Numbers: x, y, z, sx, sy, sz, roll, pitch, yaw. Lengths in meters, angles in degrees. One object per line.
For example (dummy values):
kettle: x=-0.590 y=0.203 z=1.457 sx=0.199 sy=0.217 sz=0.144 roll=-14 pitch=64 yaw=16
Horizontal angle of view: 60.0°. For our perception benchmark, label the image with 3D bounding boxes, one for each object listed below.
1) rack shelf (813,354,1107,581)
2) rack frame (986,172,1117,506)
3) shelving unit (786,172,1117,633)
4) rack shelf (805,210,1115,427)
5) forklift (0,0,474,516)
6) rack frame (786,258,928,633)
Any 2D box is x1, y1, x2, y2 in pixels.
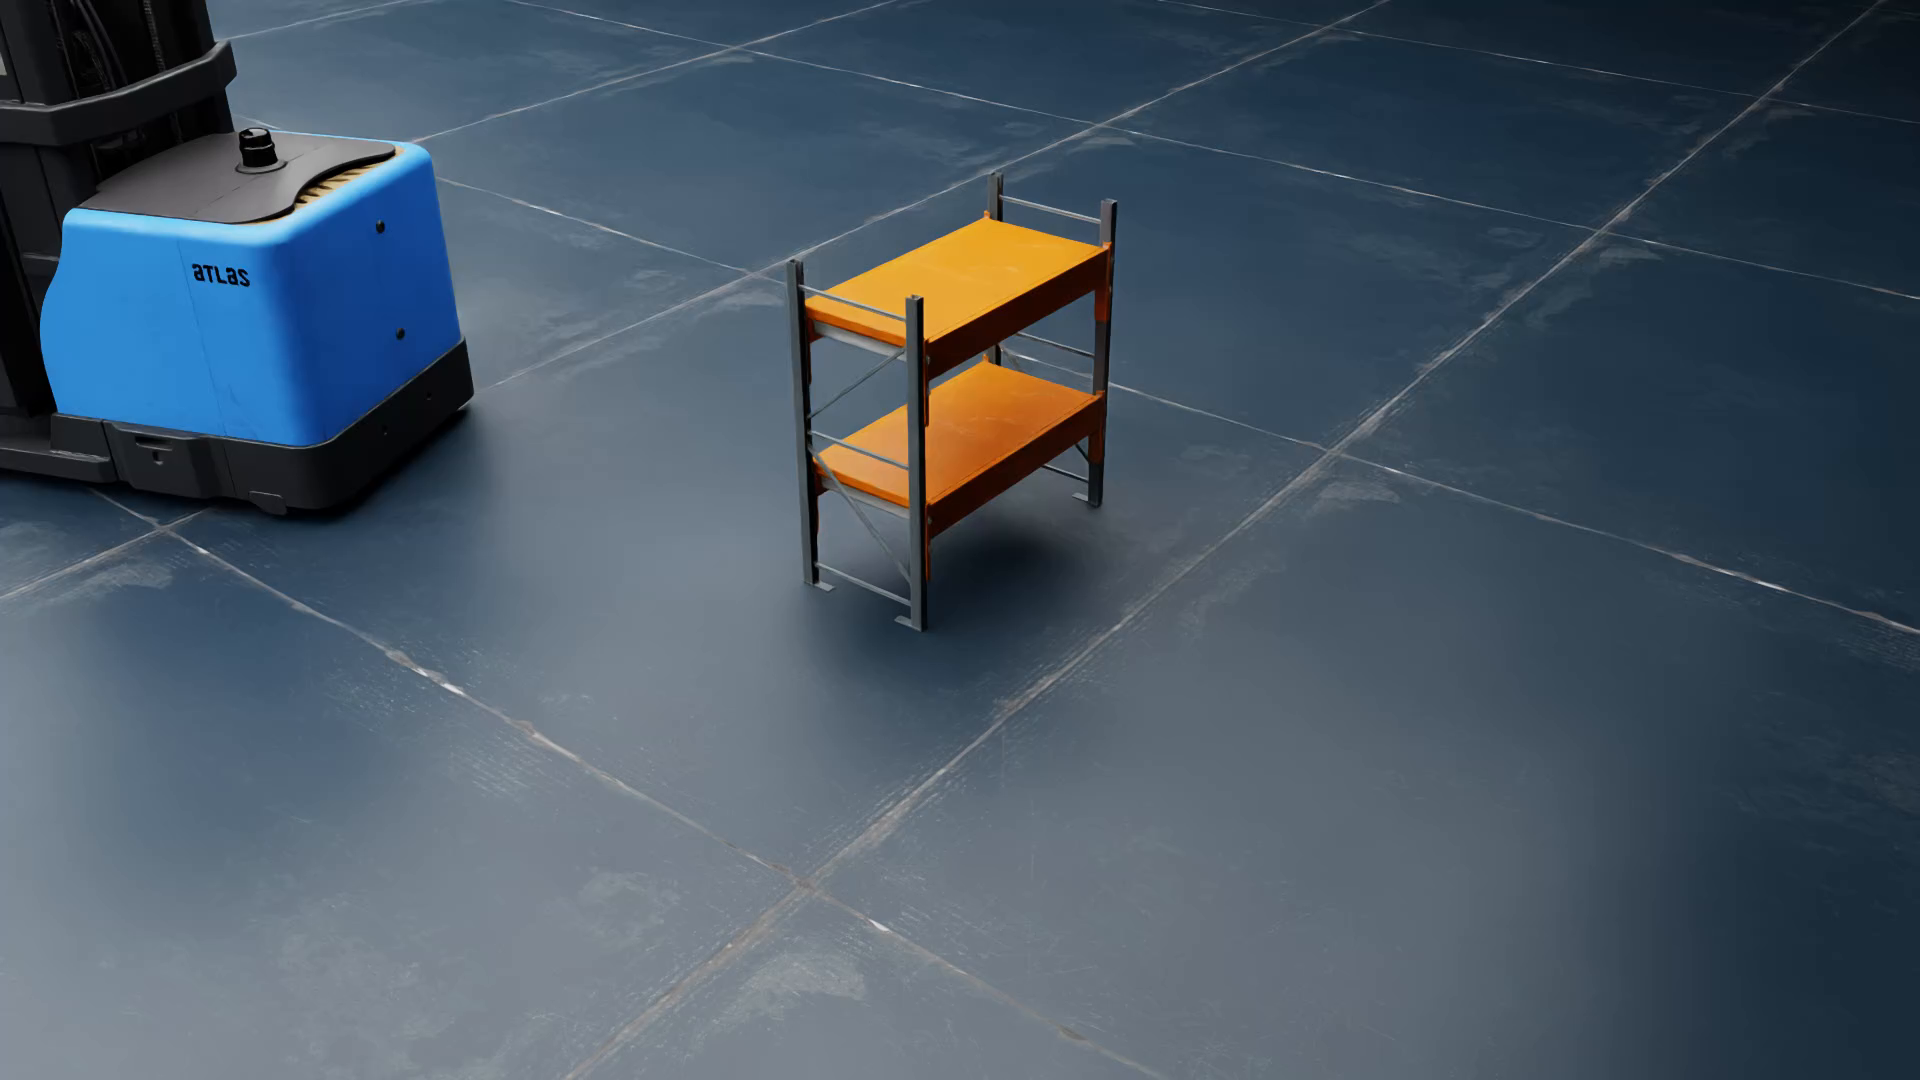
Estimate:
rack shelf: x=-0.004 y=-0.271 z=5.583 sx=0.538 sy=0.278 sz=1.000 roll=21 pitch=37 yaw=31
rack frame: x=0.303 y=-0.688 z=5.807 sx=0.500 sy=1.125 sz=0.032 roll=21 pitch=37 yaw=31
shelving unit: x=-0.004 y=-0.481 z=5.459 sx=0.538 sy=1.125 sz=1.048 roll=21 pitch=37 yaw=31
rack shelf: x=-0.004 y=-0.733 z=5.309 sx=0.538 sy=0.278 sz=1.000 roll=21 pitch=37 yaw=31
forklift: x=-3.498 y=-1.757 z=5.840 sx=3.031 sy=2.935 sz=1.130 roll=8 pitch=32 yaw=13
rack frame: x=-0.311 y=-0.275 z=5.110 sx=0.500 sy=1.125 sz=0.032 roll=21 pitch=37 yaw=31
